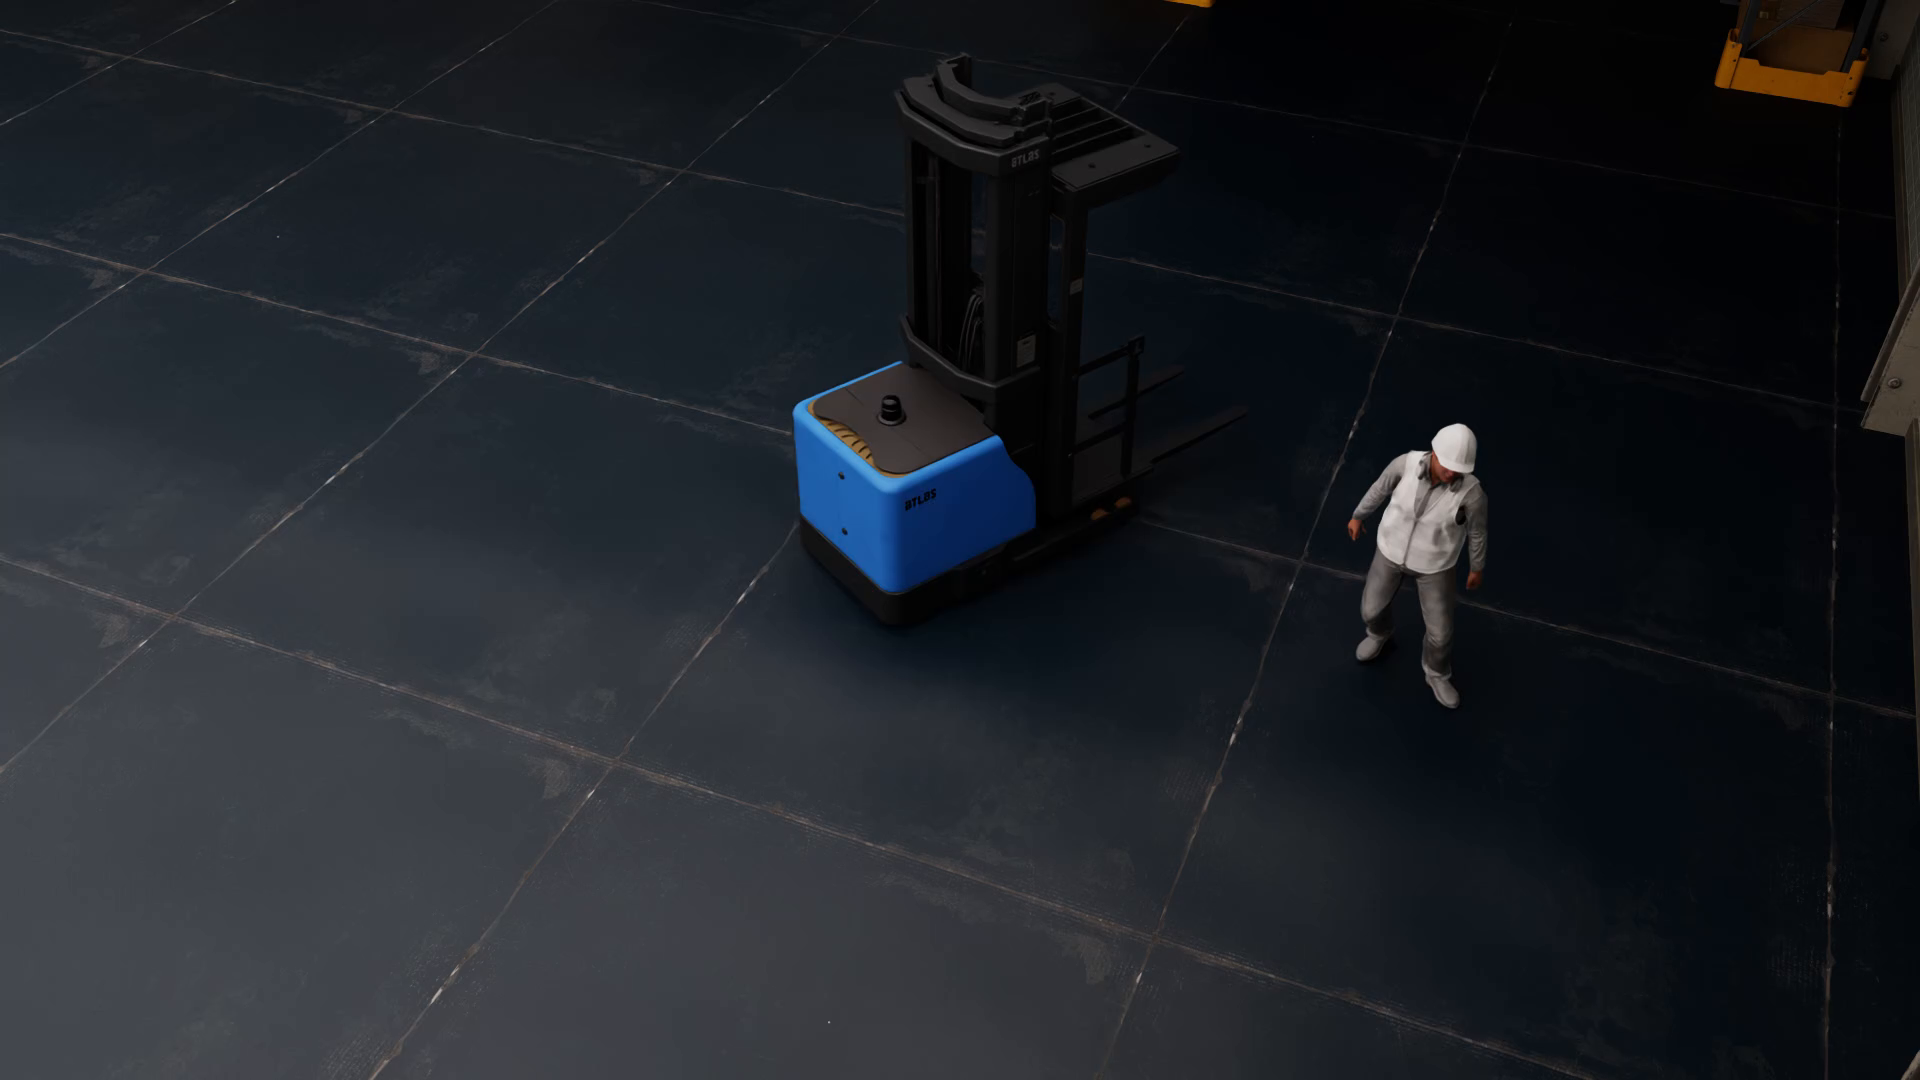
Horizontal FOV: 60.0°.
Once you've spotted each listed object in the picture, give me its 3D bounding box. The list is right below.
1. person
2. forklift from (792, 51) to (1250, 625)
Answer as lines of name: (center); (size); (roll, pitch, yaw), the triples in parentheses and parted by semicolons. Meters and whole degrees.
person: (2.456, 0.060, 8.877); (0.851, 1.719, 0.427); (24, 45, 26)
forklift: (0.504, -1.401, 9.680); (3.031, 2.935, 1.130); (-26, 46, -27)
